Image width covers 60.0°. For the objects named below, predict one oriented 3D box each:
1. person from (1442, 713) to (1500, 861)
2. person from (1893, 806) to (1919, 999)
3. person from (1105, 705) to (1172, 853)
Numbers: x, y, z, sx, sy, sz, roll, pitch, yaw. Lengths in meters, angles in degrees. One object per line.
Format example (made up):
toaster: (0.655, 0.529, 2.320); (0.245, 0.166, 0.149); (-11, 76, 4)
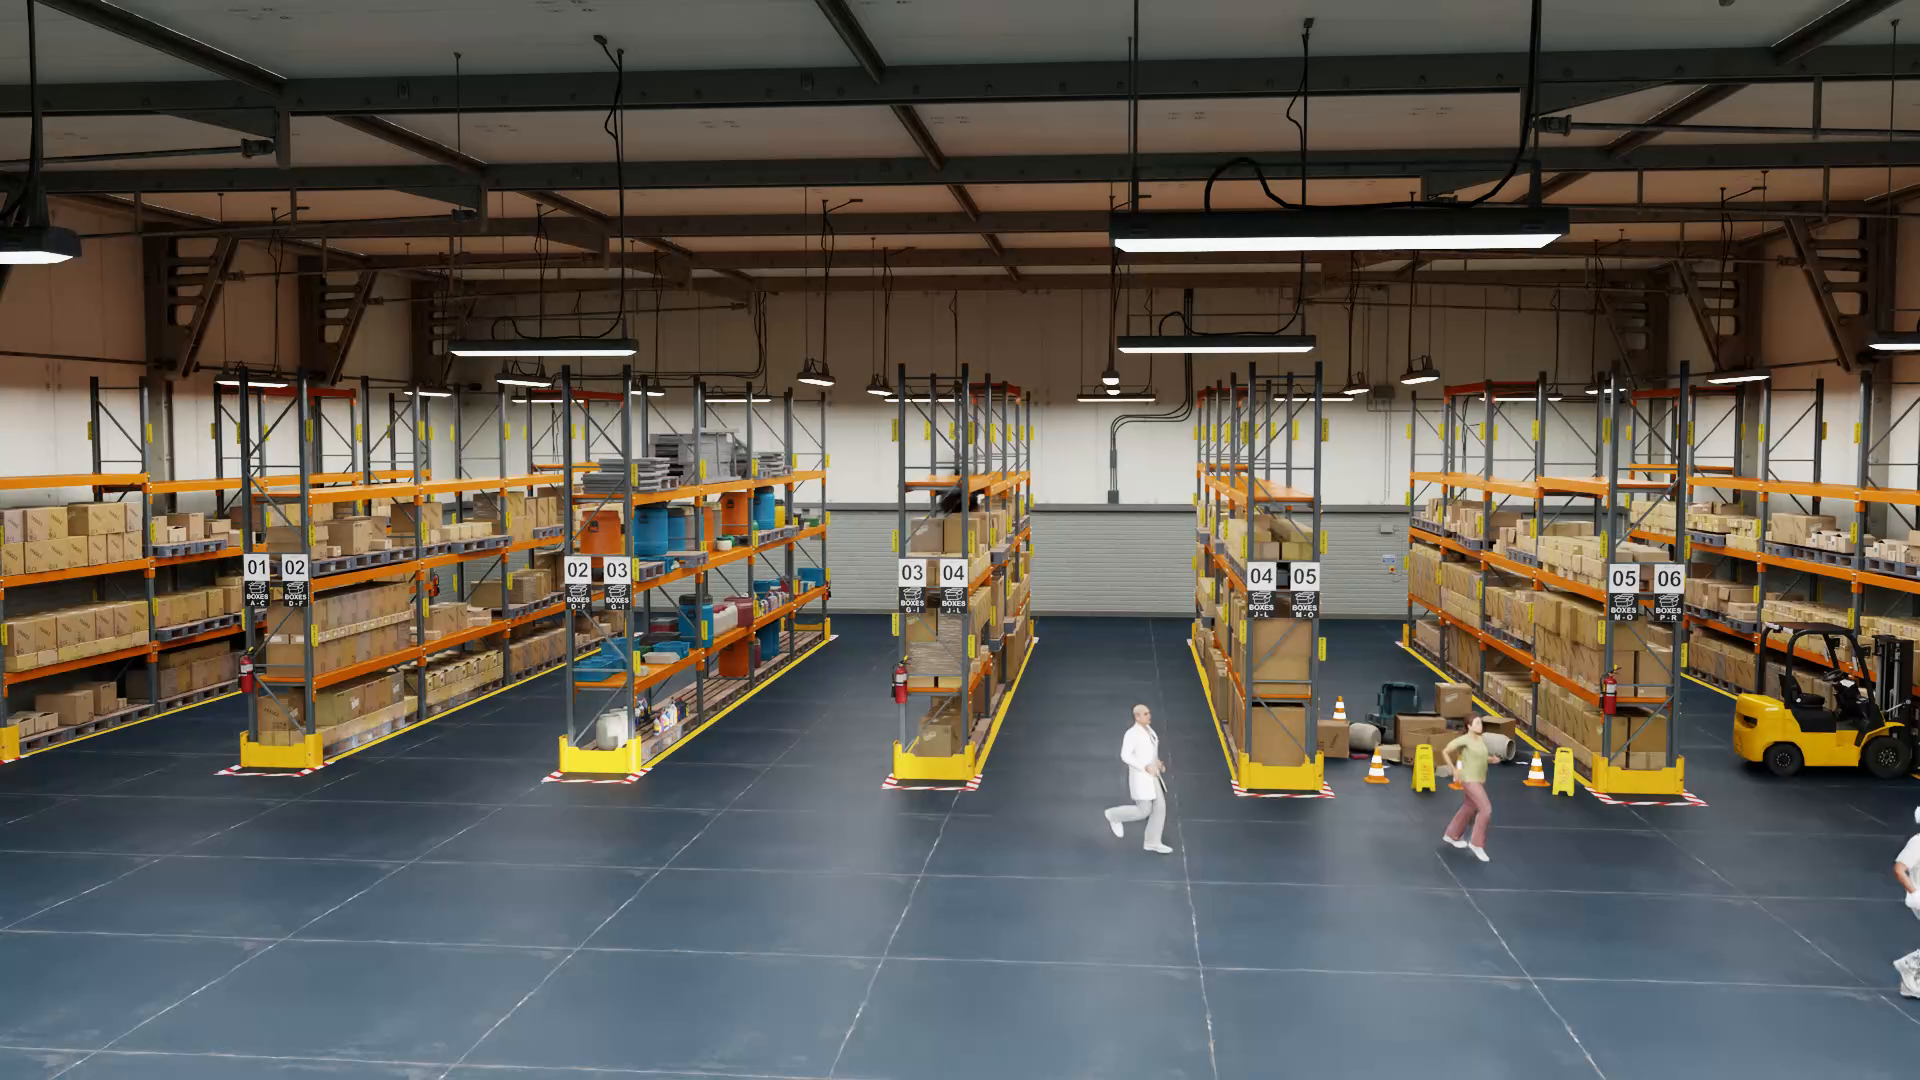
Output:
person: (6.050, 2.903, 19.694); (0.729, 1.724, 0.544); (3, 5, 43)
person: (8.562, 3.189, 14.588); (0.584, 1.735, 0.677); (3, 5, 38)
person: (2.177, 2.848, 19.973); (0.875, 1.748, 0.708); (3, 5, 36)
